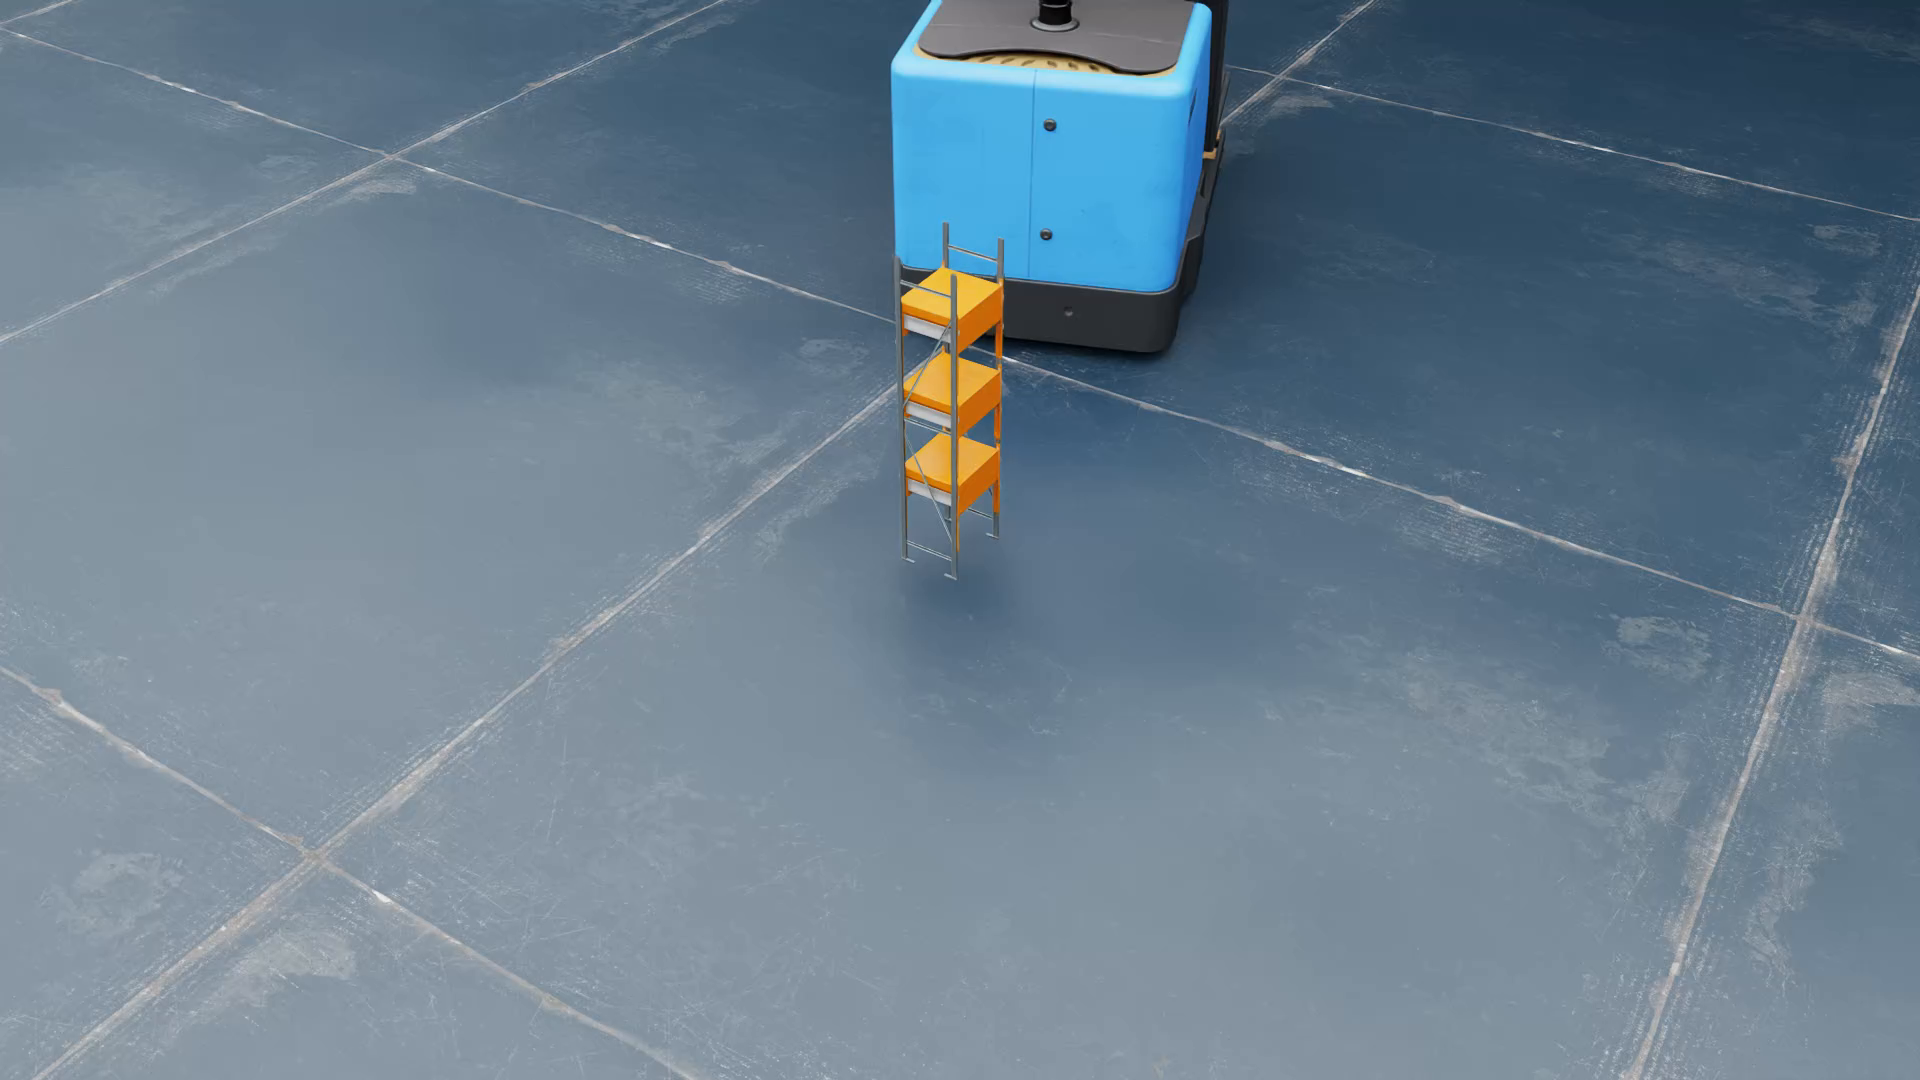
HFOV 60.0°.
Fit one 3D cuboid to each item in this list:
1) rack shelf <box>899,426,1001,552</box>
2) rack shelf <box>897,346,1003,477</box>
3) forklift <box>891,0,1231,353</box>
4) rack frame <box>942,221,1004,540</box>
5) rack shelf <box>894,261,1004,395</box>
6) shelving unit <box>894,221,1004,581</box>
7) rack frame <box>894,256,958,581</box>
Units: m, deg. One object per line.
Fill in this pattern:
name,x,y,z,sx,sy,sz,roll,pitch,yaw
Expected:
rack shelf,-0.029,-0.160,5.070,0.215,0.259,0.240,21,42,25
rack shelf,-0.029,-0.380,4.900,0.215,0.259,0.240,21,42,25
forklift,0.567,-2.740,6.403,1.130,2.935,3.031,8,38,10
rack frame,0.037,-0.451,4.975,0.200,1.050,0.008,21,42,25
rack shelf,-0.029,-0.605,4.727,0.215,0.259,0.240,21,42,25
shelving unit,-0.029,-0.388,4.894,0.215,1.050,0.252,21,42,25
rack frame,-0.094,-0.325,4.812,0.200,1.050,0.008,21,42,25
